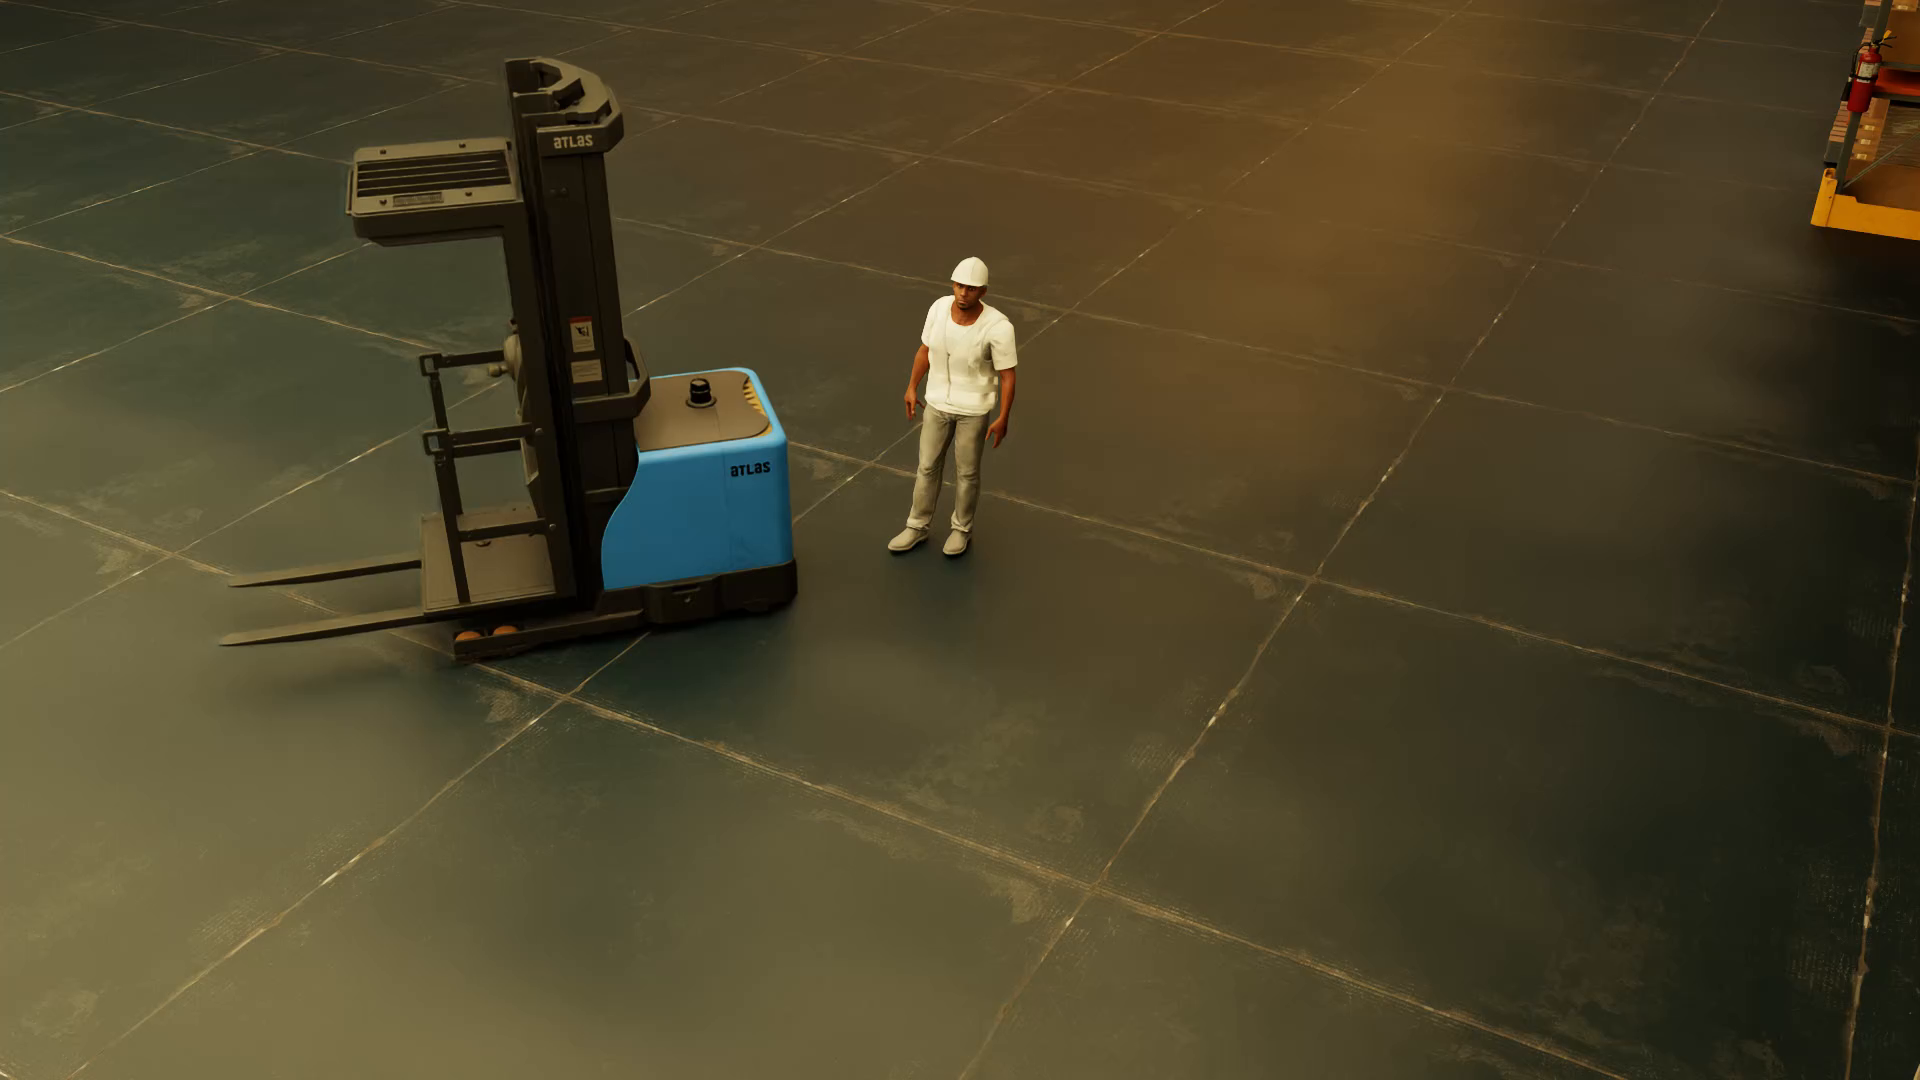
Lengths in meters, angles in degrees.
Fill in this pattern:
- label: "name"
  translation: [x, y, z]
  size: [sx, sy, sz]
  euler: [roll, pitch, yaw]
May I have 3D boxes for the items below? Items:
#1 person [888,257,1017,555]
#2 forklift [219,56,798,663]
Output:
- label: "person"
  translation: [-0.039, -0.742, 9.508]
  size: [0.666, 1.765, 0.577]
  euler: [15, 33, 25]
- label: "forklift"
  translation: [-2.487, -0.909, 8.646]
  size: [3.031, 2.935, 1.130]
  euler: [-9, 31, -14]
